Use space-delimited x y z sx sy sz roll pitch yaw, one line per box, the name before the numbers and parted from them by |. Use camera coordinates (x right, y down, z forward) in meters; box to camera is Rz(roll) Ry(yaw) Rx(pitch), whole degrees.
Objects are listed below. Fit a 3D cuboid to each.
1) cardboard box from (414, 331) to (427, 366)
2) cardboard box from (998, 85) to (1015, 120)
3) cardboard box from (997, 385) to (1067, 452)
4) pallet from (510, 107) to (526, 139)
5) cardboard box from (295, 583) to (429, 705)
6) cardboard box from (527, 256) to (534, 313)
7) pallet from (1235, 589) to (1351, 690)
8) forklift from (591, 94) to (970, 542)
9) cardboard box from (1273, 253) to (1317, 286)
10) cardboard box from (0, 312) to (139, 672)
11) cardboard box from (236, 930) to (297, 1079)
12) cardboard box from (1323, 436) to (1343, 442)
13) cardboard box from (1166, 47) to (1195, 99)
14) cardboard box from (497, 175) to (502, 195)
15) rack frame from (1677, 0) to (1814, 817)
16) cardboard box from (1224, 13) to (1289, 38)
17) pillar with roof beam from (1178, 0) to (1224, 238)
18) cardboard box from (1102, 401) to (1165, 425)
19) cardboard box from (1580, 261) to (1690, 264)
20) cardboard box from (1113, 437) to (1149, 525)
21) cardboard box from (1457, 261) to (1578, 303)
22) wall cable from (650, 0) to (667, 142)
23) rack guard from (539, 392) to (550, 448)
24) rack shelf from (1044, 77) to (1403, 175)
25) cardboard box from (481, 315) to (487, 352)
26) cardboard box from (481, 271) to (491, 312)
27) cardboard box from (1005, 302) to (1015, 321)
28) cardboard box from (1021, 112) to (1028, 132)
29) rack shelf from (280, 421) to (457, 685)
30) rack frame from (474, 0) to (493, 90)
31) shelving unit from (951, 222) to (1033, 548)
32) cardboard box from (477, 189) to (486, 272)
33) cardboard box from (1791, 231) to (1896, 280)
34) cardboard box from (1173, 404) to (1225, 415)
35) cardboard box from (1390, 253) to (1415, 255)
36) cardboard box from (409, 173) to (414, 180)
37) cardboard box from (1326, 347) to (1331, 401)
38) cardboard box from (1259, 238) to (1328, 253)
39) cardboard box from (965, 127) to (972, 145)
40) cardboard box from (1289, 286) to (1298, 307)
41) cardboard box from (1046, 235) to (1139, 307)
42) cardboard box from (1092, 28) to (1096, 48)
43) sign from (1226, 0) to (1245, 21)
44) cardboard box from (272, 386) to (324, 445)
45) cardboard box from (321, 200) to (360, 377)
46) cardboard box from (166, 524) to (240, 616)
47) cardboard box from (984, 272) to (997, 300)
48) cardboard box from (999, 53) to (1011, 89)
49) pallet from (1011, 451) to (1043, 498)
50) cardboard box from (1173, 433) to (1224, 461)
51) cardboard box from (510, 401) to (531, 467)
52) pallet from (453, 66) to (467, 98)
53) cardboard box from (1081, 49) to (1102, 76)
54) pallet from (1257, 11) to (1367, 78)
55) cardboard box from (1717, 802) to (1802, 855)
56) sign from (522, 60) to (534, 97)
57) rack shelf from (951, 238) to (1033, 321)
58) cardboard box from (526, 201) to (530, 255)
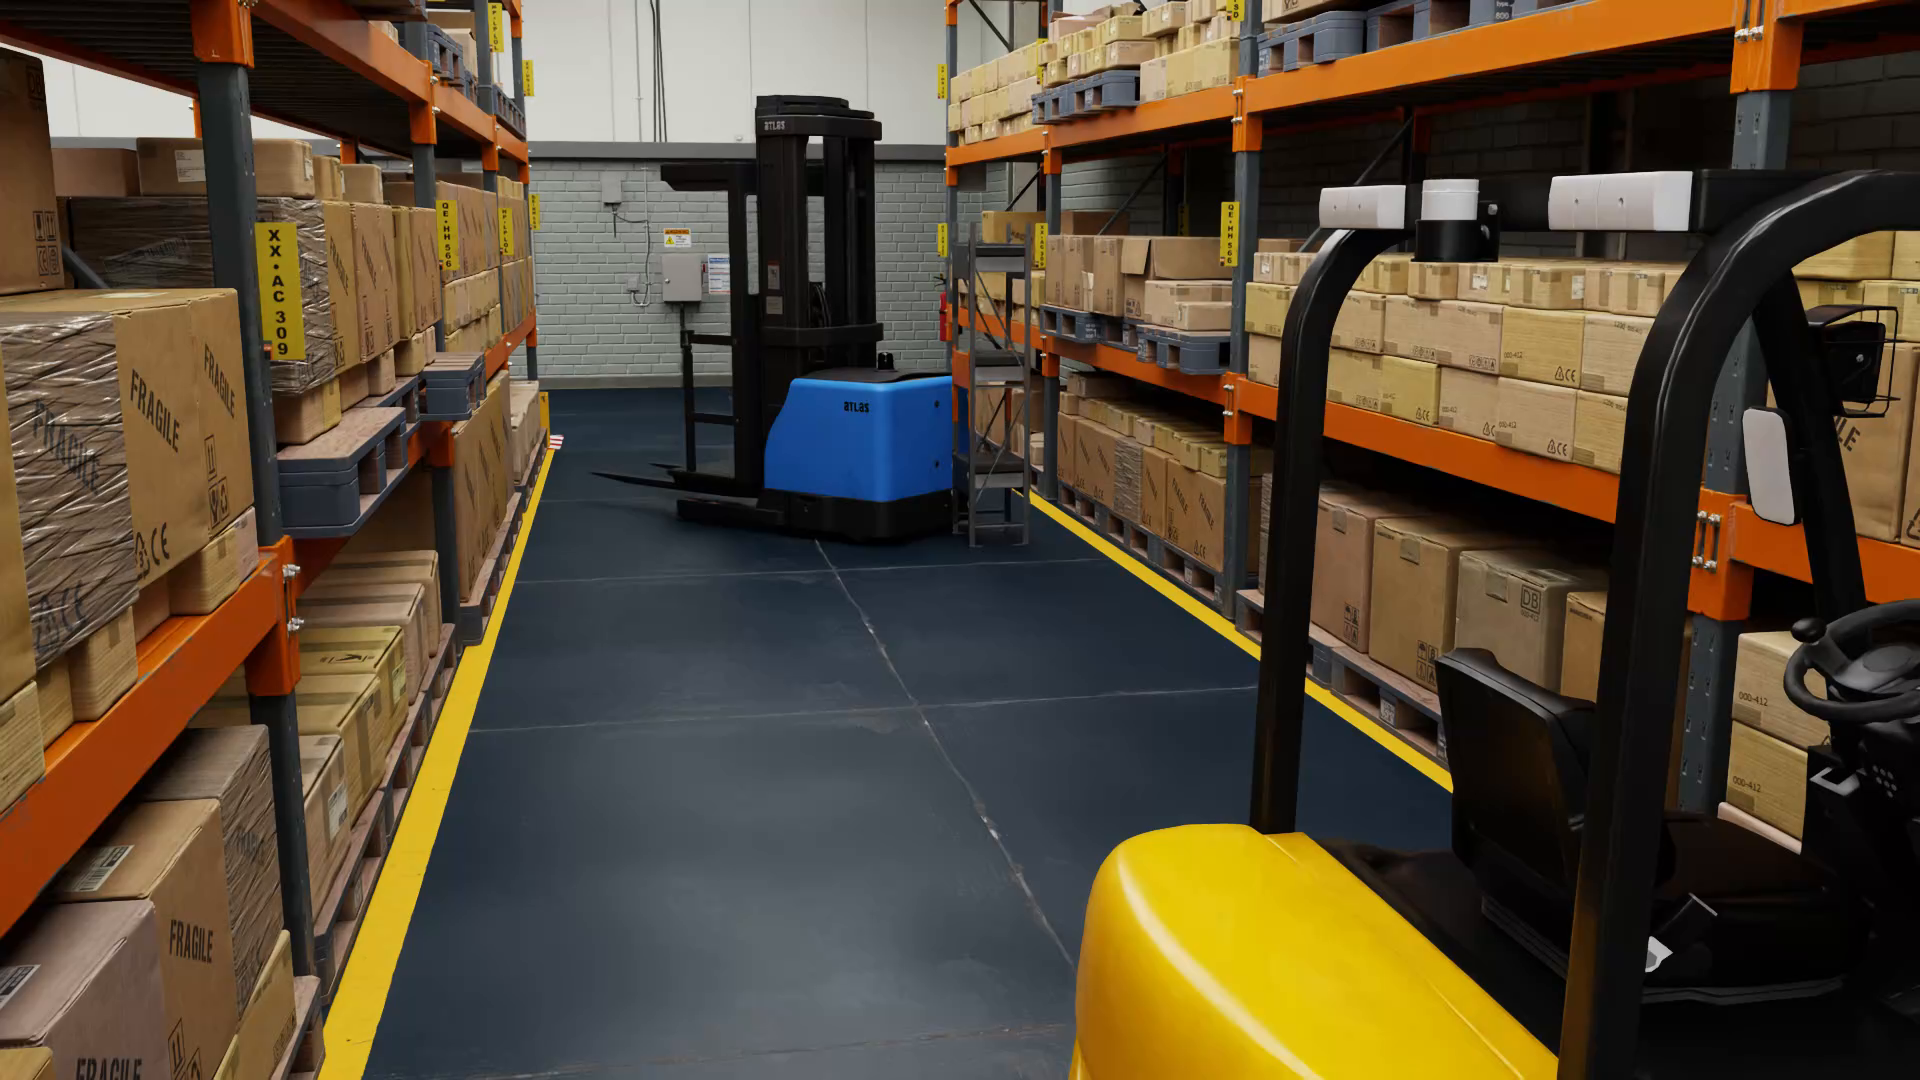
cardboard box | -2.395 -0.778 6.812 0.380 0.149 0.250 -3 11 -14
cardboard box | 0.604 -3.614 13.746 0.500 0.250 0.500 -2 11 -10
cardboard box | 0.722 -1.047 14.238 0.700 0.500 0.500 -3 11 -13
pallet | -4.348 -3.646 14.545 1.003 0.211 1.213 -2 11 -11
cardboard box | -2.695 0.439 6.772 0.950 0.372 0.625 -2 11 -12
cardboard box | -4.149 -2.322 15.107 0.500 0.500 0.500 -2 11 -11
pallet | 2.043 0.456 8.234 1.003 0.211 1.213 -2 11 -11
forklift | -1.406 -1.620 11.871 3.031 2.935 1.130 8 13 35
cardboard box | 1.748 -1.315 8.083 0.380 0.149 0.250 -2 11 -10
cardboard box | -1.626 -0.085 2.556 0.500 0.500 0.500 -2 11 -9
cardboard box | -1.790 1.092 3.667 0.500 0.250 0.500 -2 11 -8
cardboard box | 2.101 -0.519 9.731 0.380 0.149 0.250 -2 11 -9
cardboard box | 1.485 -2.643 9.440 0.500 0.250 0.500 -2 11 -11
cardboard box | -3.676 -2.684 12.600 0.380 0.149 0.250 -2 11 -11
rack frame | 2.700 -0.332 4.919 1.000 3.000 0.127 -2 11 -11
cardboard box | 1.617 -2.718 8.766 0.380 0.149 0.250 -2 11 -10
pillar with roof beam | -2.330 -4.750 12.088 9.100 9.000 0.400 -2 11 -11
cardboard box | 1.210 -0.877 11.607 0.380 0.149 0.250 -2 11 -12
cardboard box | 2.646 -1.008 6.468 0.380 0.149 0.250 -2 11 -11
cardboard box | 1.318 -0.396 10.819 0.500 0.500 0.500 -3 11 -13
cardboard box | 2.138 -0.988 6.362 0.380 0.149 0.250 -2 11 -11
wall cable | -2.407 -6.472 21.030 2.988 3.039 0.133 -2 11 -11
rack guard | -4.507 -1.128 15.787 1.175 0.500 0.348 -2 11 -11
rack shelf | 1.533 -2.553 10.488 1.077 0.370 4.000 -2 11 -11
cardboard box | -3.213 -1.285 10.325 0.500 0.250 0.500 -2 11 -13
cardboard box | -3.189 -1.532 10.287 0.500 0.250 0.500 -2 11 -10
cardboard box | 0.586 -1.914 13.902 0.380 0.149 0.250 -2 11 -12
cardboard box | 0.696 -3.299 13.158 0.380 0.149 0.250 -2 11 -9
rack shelf | -2.558 -0.164 5.962 1.077 0.370 4.000 -2 11 -11
rack frame | -3.725 -4.565 11.115 1.000 3.000 0.127 -2 11 -11
shelving unit | 0.203 -1.032 11.004 0.431 2.100 0.503 -3 11 -13
cardboard box | -3.204 -1.897 10.201 0.500 0.500 0.500 -2 11 -9
cardboard box | 2.471 -0.777 4.458 0.380 0.149 0.250 -2 11 -10
cardboard box | 1.687 -0.849 11.460 0.380 0.149 0.250 -2 11 -9
cardboard box | 2.344 -1.337 8.198 0.380 0.149 0.250 -2 11 -10
cardboard box | -4.041 -2.574 12.023 0.380 0.149 0.250 -2 11 -10
cardboard box | 1.861 -0.809 7.828 0.500 0.250 0.500 -2 11 -12
cardboard box | 1.975 -1.421 9.251 0.500 0.500 0.500 -2 11 -8
cardboard box | 0.257 -3.672 15.116 0.380 0.149 0.250 -2 11 -10
cardboard box | 1.865 -1.056 7.784 0.500 0.250 0.500 -2 11 -9
cardboard box | 1.018 -1.958 12.071 0.700 0.500 0.500 -2 11 -10
cardboard box | 1.084 -3.295 10.949 0.380 0.149 0.250 -2 11 -10
sign | 1.389 -2.774 8.343 0.100 0.325 0.005 -2 11 -11
cardboard box | -1.966 -0.347 4.544 0.380 0.149 0.250 -2 11 -10
cardboard box | -2.076 -0.741 4.880 0.500 0.500 0.500 -2 11 -11
cardboard box | -1.752 0.066 3.500 0.380 0.149 0.250 -2 11 -10
cardboard box | 0.510 -2.234 14.518 0.500 0.250 0.500 -2 11 -13
cardboard box | 0.612 -3.861 13.705 0.500 0.250 0.500 -2 11 -10
pallet | 1.011 -0.555 13.551 1.003 0.211 1.213 -2 11 -11
cardboard box | 1.486 -0.543 9.854 0.380 0.149 0.250 -2 11 -13
cardboard box | -3.916 -0.849 13.364 0.875 0.438 0.875 -2 11 -13
pallet | -3.344 -2.587 9.246 1.003 0.211 1.213 -2 11 -8
cardboard box | 1.013 -3.148 10.975 0.380 0.149 0.250 -2 11 -12
pallet | 2.141 -2.325 7.874 1.213 0.211 1.003 -2 11 -8
cardboard box | 2.469 0.913 4.608 0.500 0.250 0.500 -2 11 -10
sign | -3.968 -4.239 15.265 0.100 0.325 0.005 -2 11 -11
rack shelf | 0.203 -1.707 10.876 0.431 0.518 0.480 -3 11 -13
cardboard box | -4.175 -2.812 15.009 0.500 0.500 0.500 -2 11 -9
